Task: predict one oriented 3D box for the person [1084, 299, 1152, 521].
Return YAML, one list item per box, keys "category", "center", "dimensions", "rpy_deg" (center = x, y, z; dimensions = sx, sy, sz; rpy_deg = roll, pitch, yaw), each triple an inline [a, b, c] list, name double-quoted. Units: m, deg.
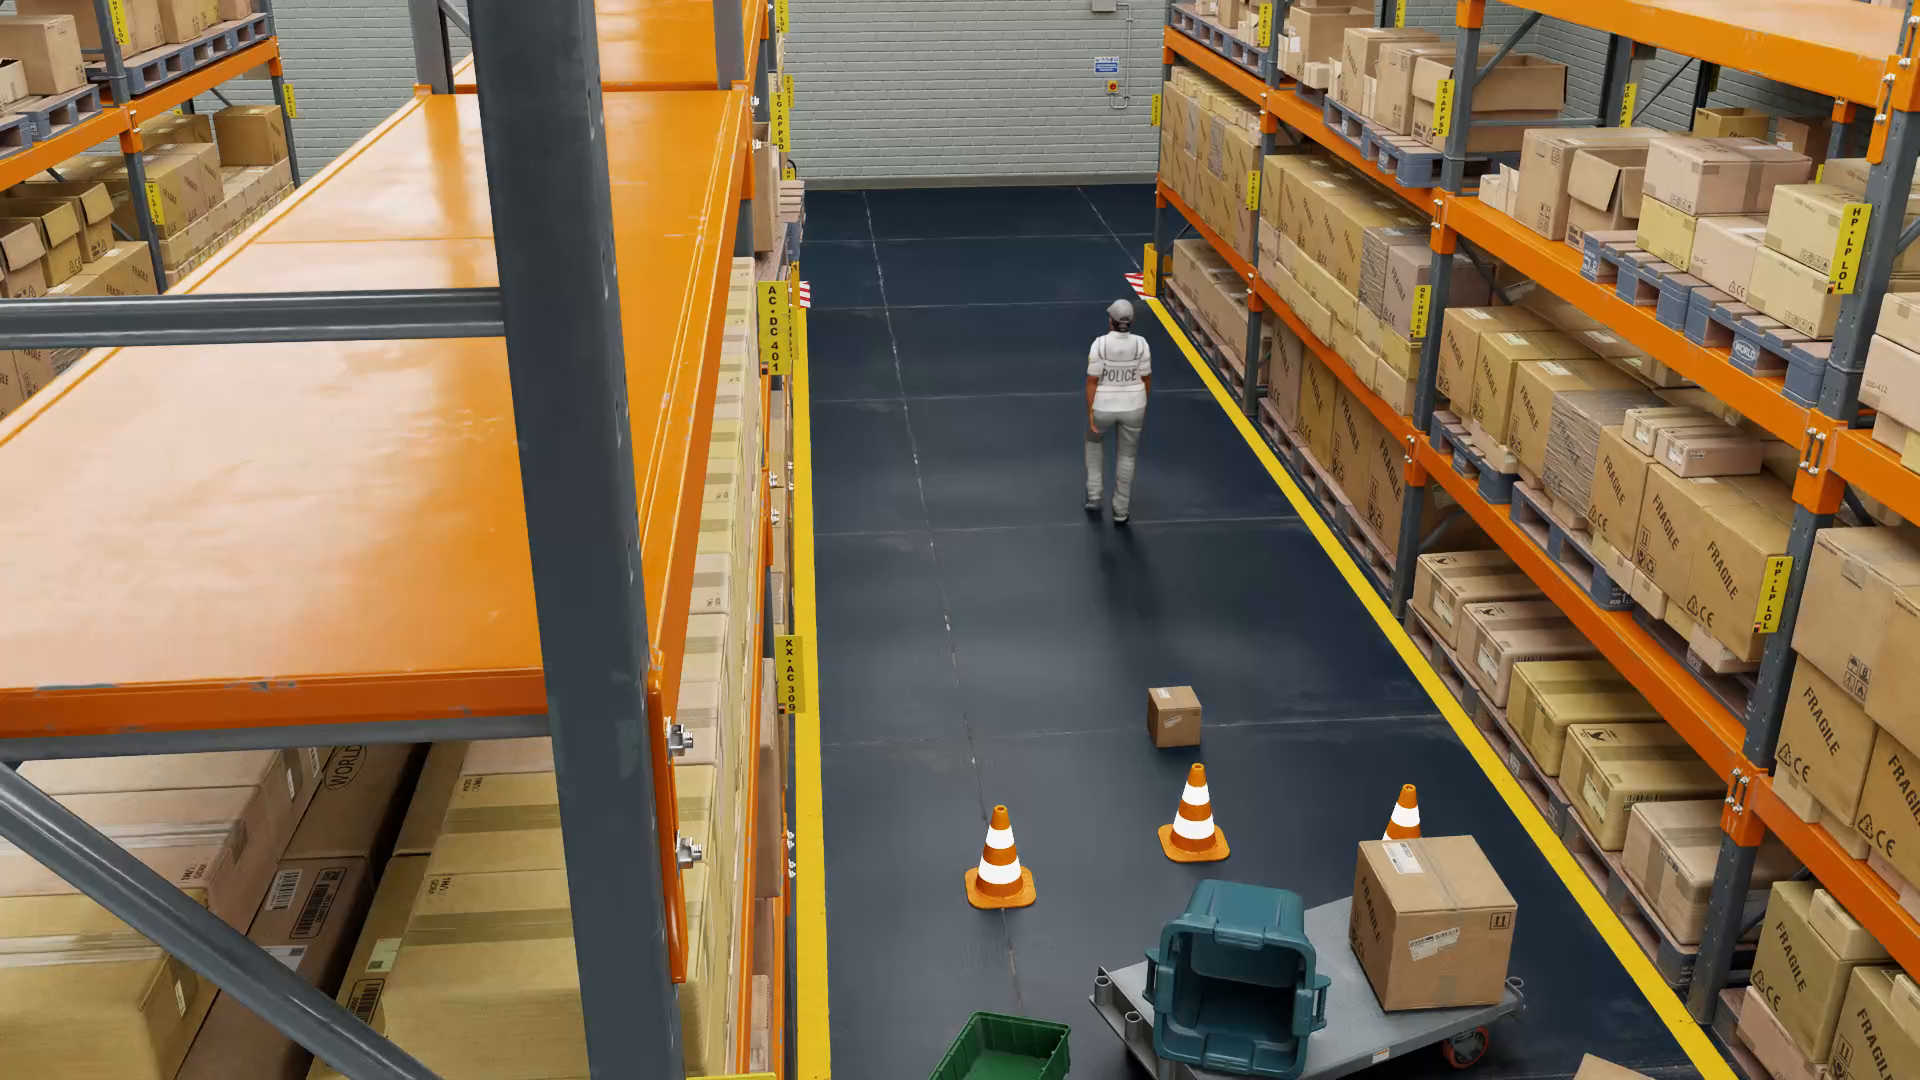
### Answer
- category: "person"
  center: [1.155, -0.942, 12.260]
  dimensions: [0.481, 1.727, 0.491]
  rpy_deg: [1, 24, 2]
